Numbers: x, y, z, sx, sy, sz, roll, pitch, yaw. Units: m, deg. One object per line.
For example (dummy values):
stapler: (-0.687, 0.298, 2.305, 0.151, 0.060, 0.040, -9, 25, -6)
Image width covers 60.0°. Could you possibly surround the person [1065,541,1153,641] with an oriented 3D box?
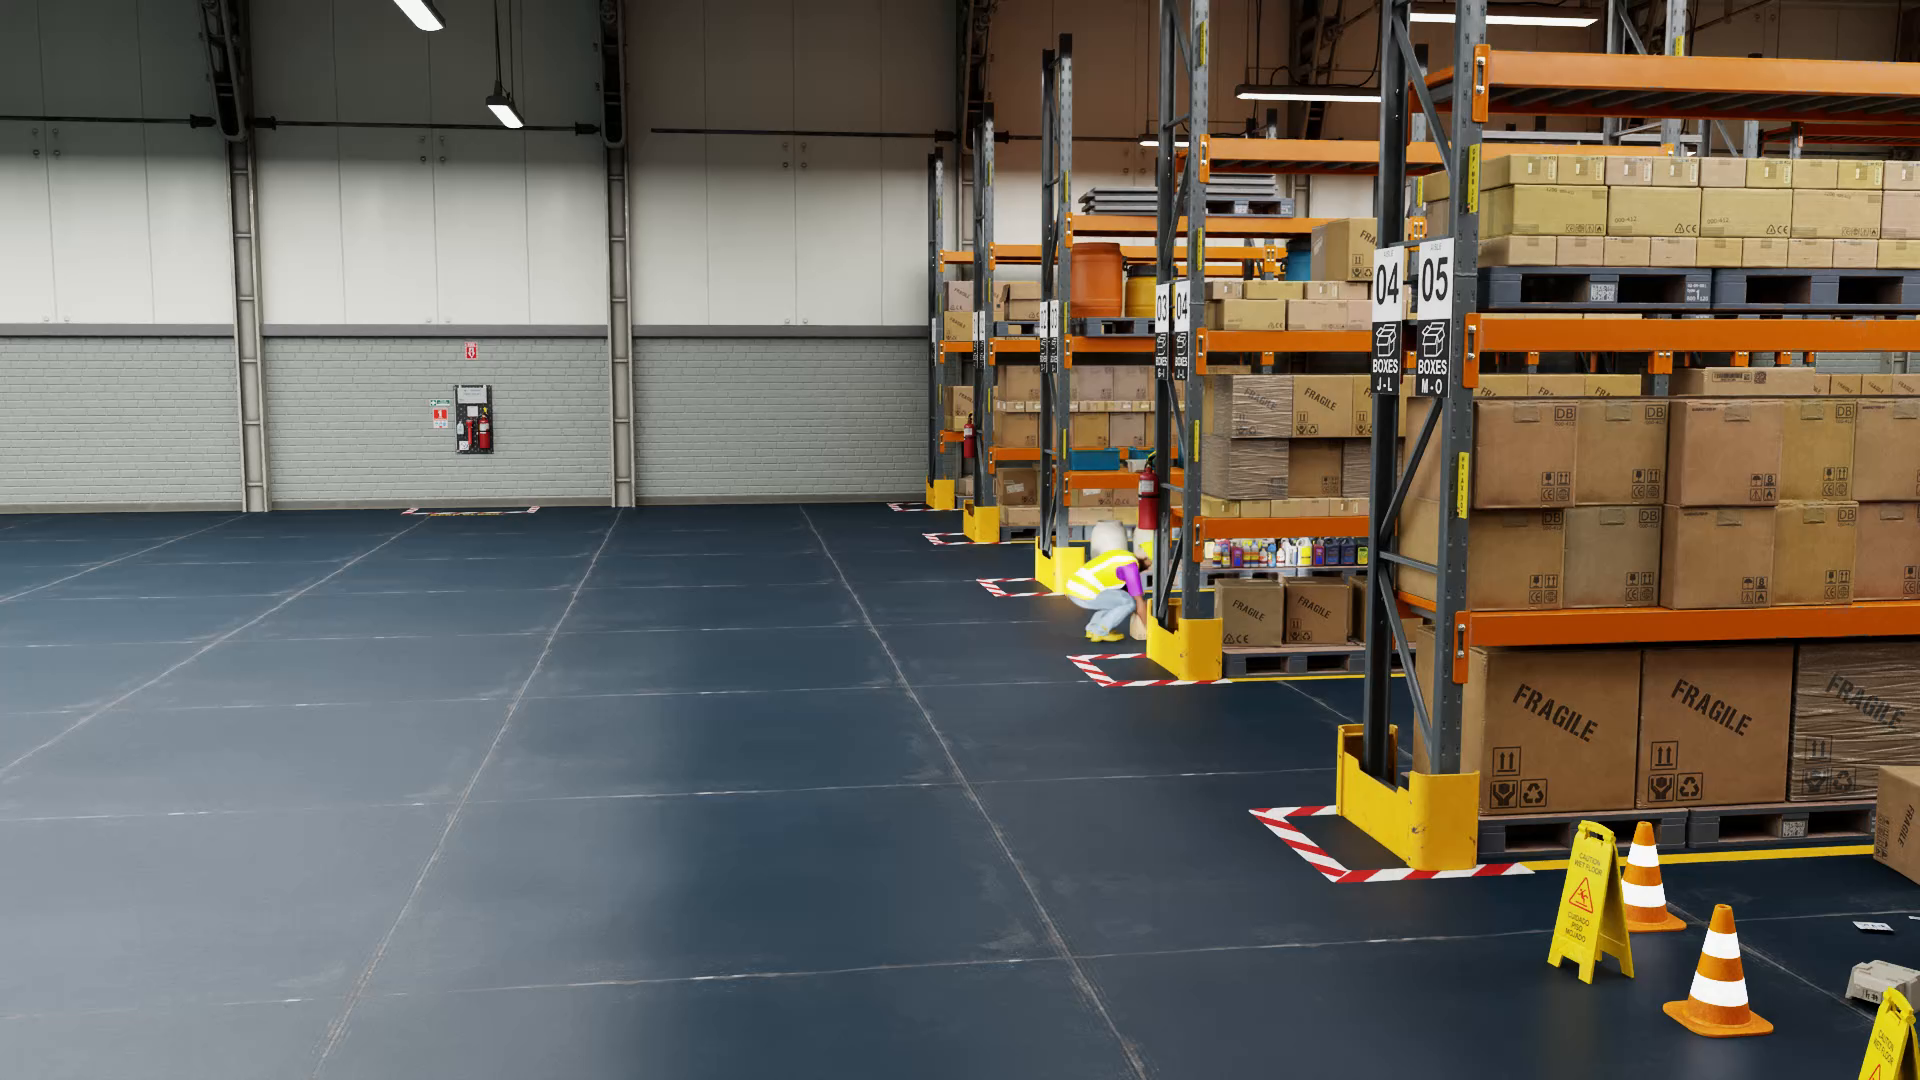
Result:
person: (1.420, 0.467, 15.385, 0.893, 0.896, 0.560, -1, 7, -9)
